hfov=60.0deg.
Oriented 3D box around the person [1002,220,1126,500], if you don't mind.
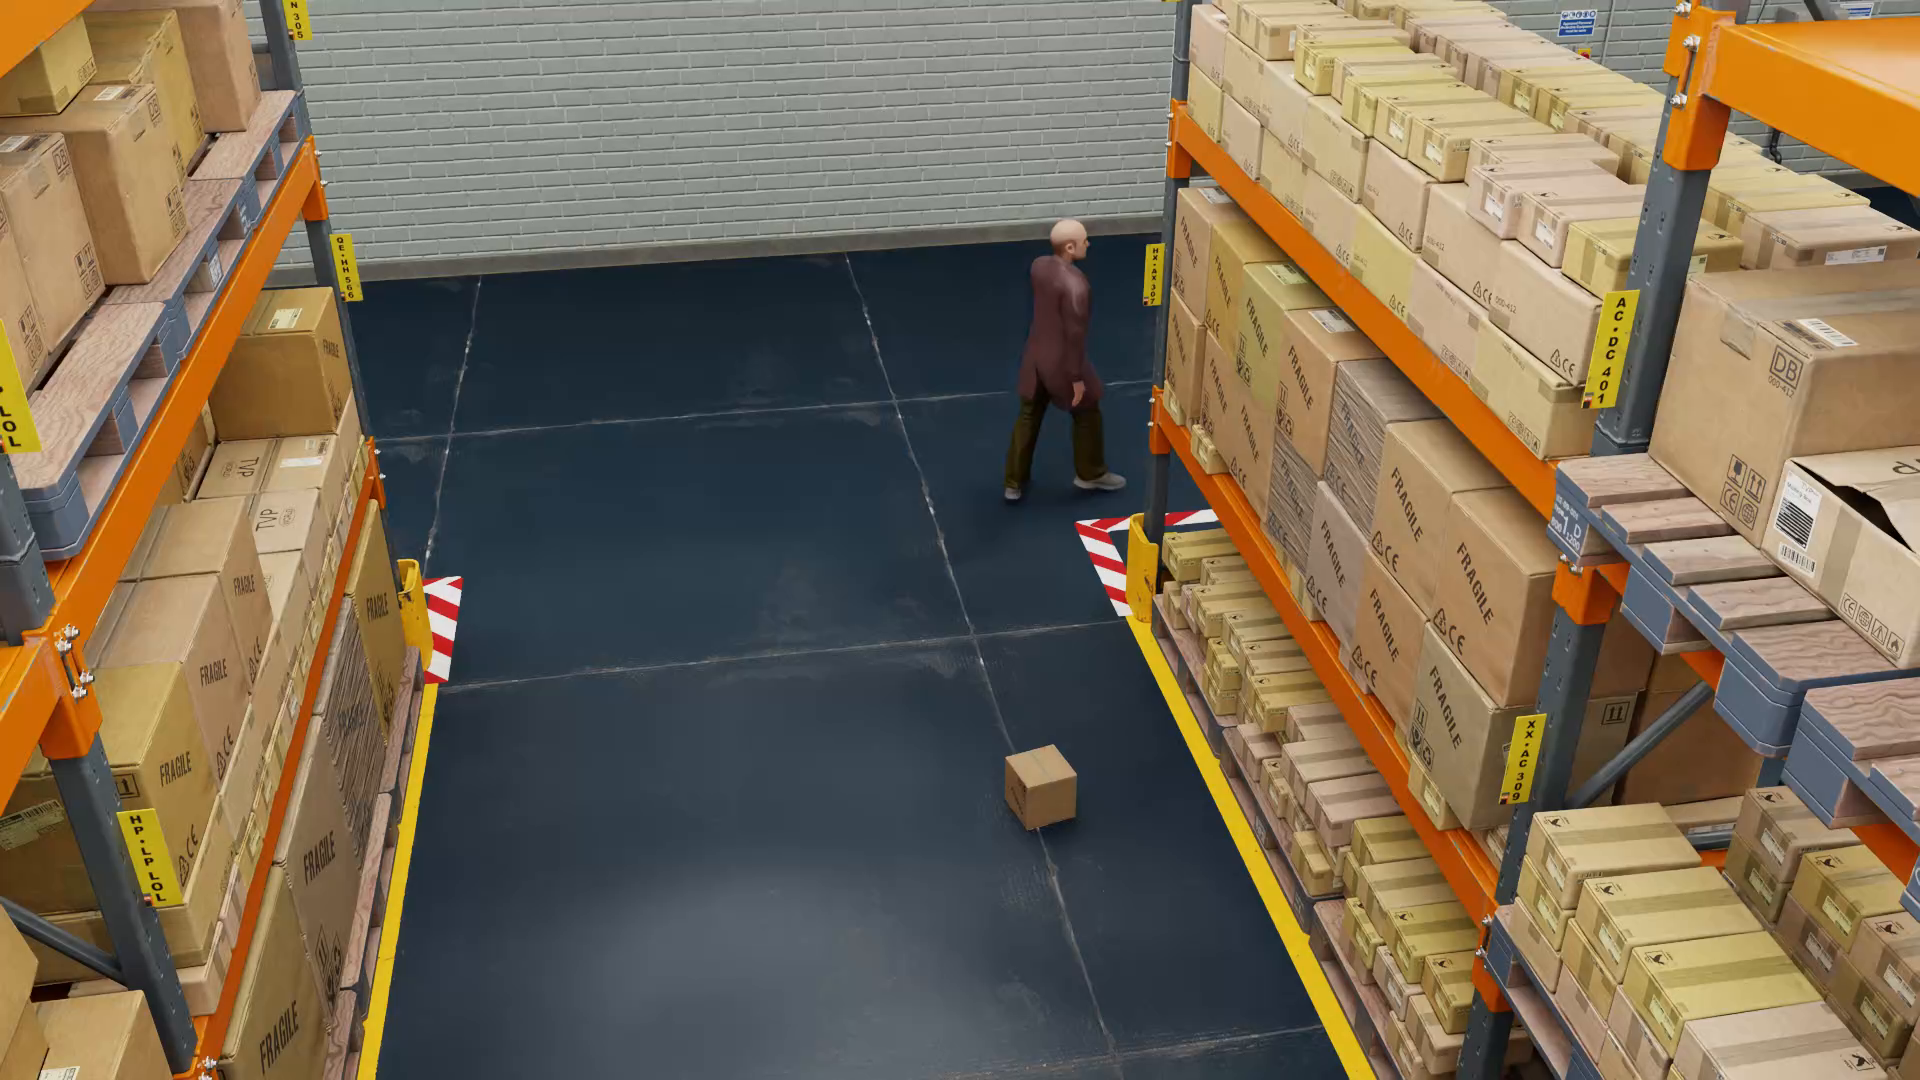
[{"bbox_3d":[0.639,-1.076,9.985,0.788,1.794,0.642,-21,36,-32],"label":"person"}]
